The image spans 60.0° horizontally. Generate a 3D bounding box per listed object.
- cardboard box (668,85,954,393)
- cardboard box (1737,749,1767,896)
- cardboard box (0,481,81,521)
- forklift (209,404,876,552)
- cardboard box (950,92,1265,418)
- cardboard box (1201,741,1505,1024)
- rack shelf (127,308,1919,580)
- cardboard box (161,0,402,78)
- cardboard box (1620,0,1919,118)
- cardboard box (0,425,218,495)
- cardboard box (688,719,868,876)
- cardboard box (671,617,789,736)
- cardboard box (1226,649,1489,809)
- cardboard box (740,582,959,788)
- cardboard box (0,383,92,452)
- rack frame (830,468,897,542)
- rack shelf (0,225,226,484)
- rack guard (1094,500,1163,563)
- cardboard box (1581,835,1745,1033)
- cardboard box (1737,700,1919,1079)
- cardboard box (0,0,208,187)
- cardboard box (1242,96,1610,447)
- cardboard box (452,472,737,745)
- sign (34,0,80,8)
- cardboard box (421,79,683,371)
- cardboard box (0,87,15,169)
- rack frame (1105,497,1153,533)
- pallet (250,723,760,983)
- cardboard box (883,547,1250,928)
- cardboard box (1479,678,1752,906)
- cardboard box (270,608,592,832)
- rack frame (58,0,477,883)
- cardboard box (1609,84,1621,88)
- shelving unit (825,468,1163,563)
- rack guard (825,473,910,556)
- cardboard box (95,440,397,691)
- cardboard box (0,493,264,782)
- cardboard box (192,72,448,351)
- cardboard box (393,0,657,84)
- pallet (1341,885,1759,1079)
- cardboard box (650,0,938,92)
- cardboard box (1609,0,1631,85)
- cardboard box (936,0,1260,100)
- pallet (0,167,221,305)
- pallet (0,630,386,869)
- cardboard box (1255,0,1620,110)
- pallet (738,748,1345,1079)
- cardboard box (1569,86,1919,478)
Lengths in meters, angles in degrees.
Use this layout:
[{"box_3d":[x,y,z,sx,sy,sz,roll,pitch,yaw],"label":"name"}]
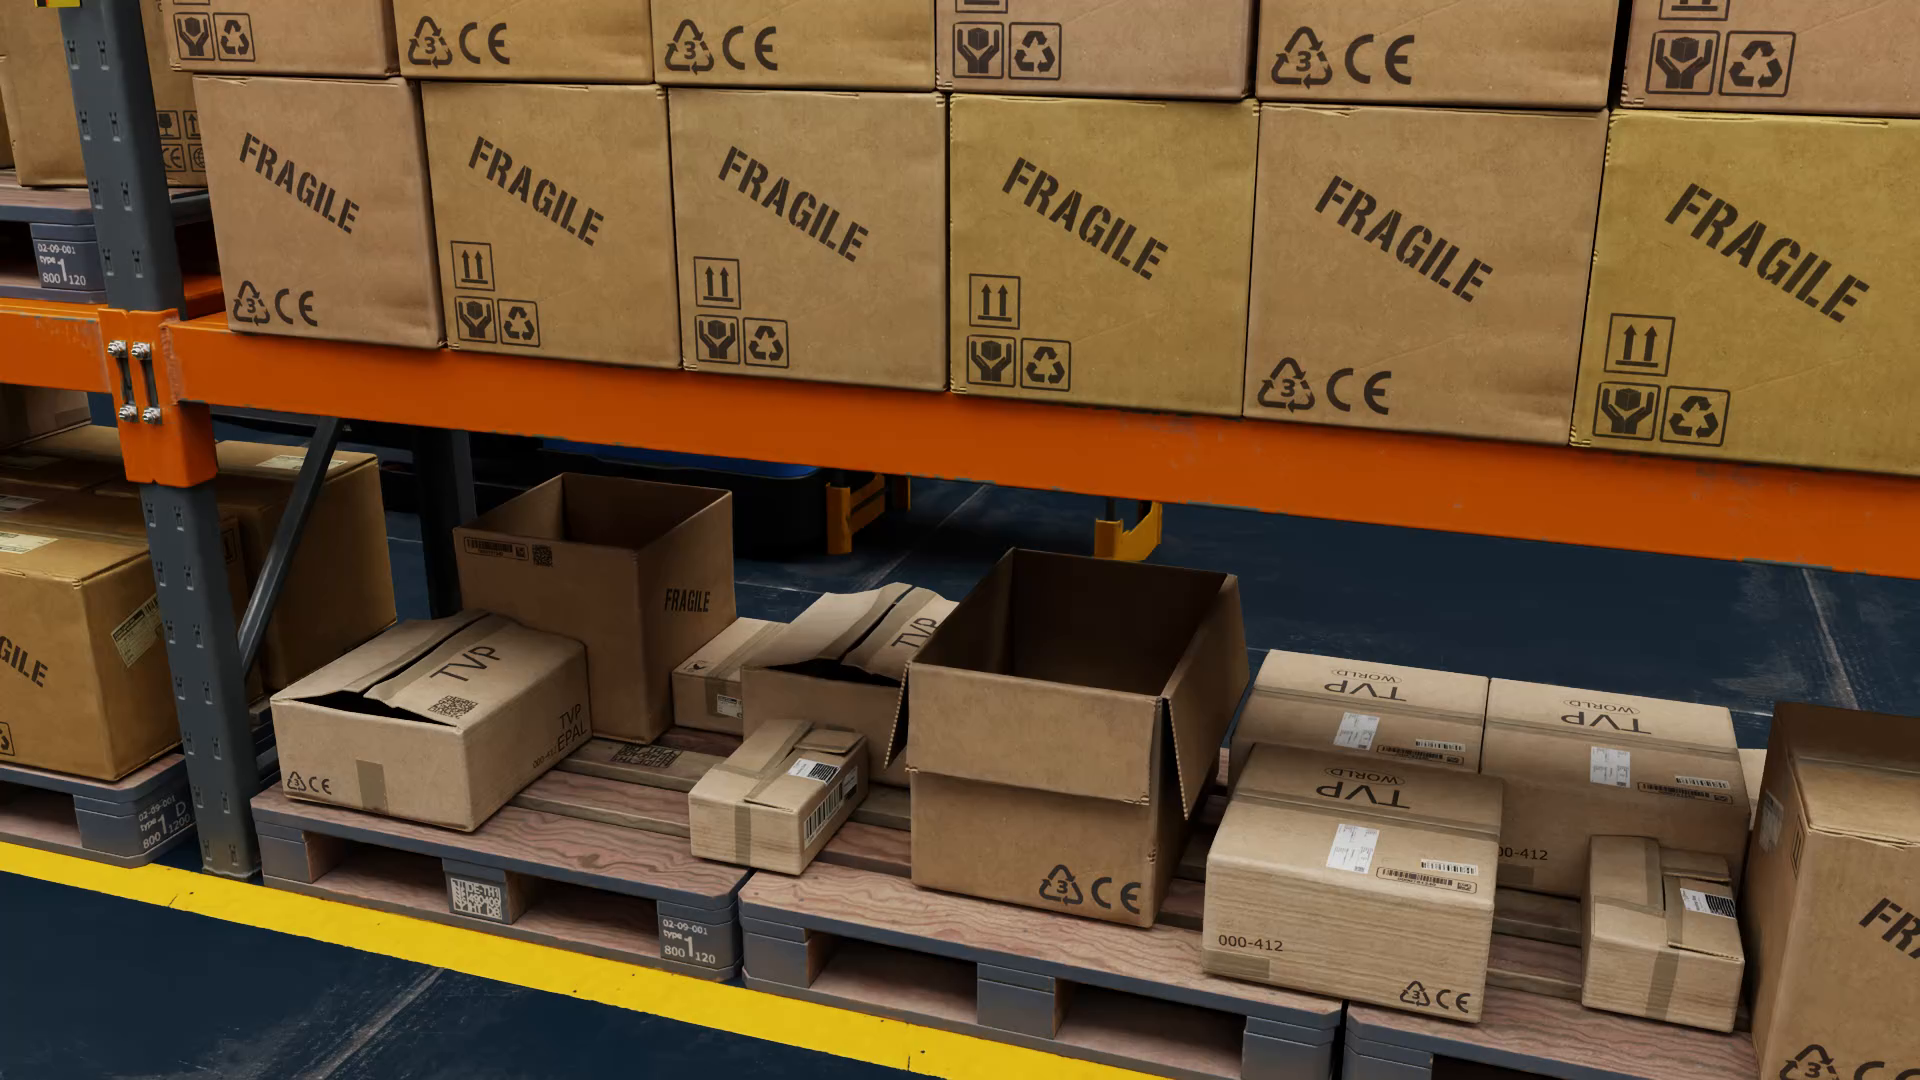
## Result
[{"box_3d":[-0.183,-0.589,3.058,0.500,0.500,0.500,6,20,18],"label":"cardboard box"},{"box_3d":[1.728,0.592,3.456,0.250,0.166,0.380,7,20,18],"label":"cardboard box"},{"box_3d":[-2.556,0.162,4.185,0.500,0.500,0.500,7,20,18],"label":"cardboard box"},{"box_3d":[-1.754,-1.637,6.320,3.031,2.935,1.130,8,21,21],"label":"forklift"},{"box_3d":[0.298,-0.535,2.901,0.500,0.500,0.500,6,20,17],"label":"cardboard box"},{"box_3d":[0.765,0.638,3.198,0.500,0.250,0.500,7,20,18],"label":"cardboard box"},{"box_3d":[0.357,-0.235,3.287,4.000,0.370,1.077,7,20,18],"label":"rack shelf"},{"box_3d":[-1.179,-1.172,3.210,0.500,0.500,0.500,7,20,19],"label":"cardboard box"},{"box_3d":[1.259,-0.895,2.416,0.500,0.500,0.500,7,20,20],"label":"cardboard box"},{"box_3d":[-2.416,0.000,4.650,0.500,0.500,0.500,7,20,19],"label":"cardboard box"},{"box_3d":[-0.386,0.542,3.600,0.250,0.166,0.380,7,20,18],"label":"cardboard box"},{"box_3d":[-0.527,0.343,4.199,0.250,0.149,0.380,7,20,18],"label":"cardboard box"},{"box_3d":[0.882,0.477,3.660,0.500,0.250,0.500,7,20,18],"label":"cardboard box"},{"box_3d":[-0.192,0.325,4.002,0.500,0.311,0.500,7,20,18],"label":"cardboard box"},{"box_3d":[-2.853,-0.408,4.681,0.500,0.250,0.500,7,20,18],"label":"cardboard box"},{"box_3d":[-0.351,-0.747,5.940,0.032,1.500,0.500,8,21,21],"label":"rack frame"},{"box_3d":[-3.421,-0.667,4.526,4.000,0.370,1.077,7,20,18],"label":"rack shelf"},{"box_3d":[0.590,-0.031,5.785,0.087,0.250,0.587,8,21,21],"label":"rack guard"},{"box_3d":[1.299,0.717,3.097,0.250,0.166,0.380,7,20,18],"label":"cardboard box"},{"box_3d":[1.652,0.632,2.836,0.500,0.500,0.500,7,20,18],"label":"cardboard box"},{"box_3d":[-1.906,-1.157,4.049,0.500,0.500,0.700,0,19,0],"label":"cardboard box"},{"box_3d":[0.774,-0.480,2.745,0.500,0.500,0.500,7,20,18],"label":"cardboard box"},{"box_3d":[-0.901,0.155,4.203,0.500,0.500,0.500,7,20,18],"label":"cardboard box"},{"box_3d":[-1.711,-1.165,3.101,0.005,0.325,0.100,7,20,18],"label":"sign"},{"box_3d":[-0.655,-0.644,3.215,0.500,0.500,0.500,7,20,19],"label":"cardboard box"},{"box_3d":[-2.576,-1.212,4.205,0.500,0.500,0.700,10,22,27],"label":"cardboard box"},{"box_3d":[0.591,-0.621,5.578,0.032,1.500,0.500,8,21,21],"label":"rack frame"},{"box_3d":[-0.883,0.600,4.033,1.213,0.211,1.003,7,20,18],"label":"pallet"},{"box_3d":[0.245,0.382,3.549,0.637,0.503,0.797,7,20,18],"label":"cardboard box"},{"box_3d":[1.354,0.531,3.505,0.500,0.250,0.500,7,20,18],"label":"cardboard box"},{"box_3d":[-1.206,0.384,3.835,0.500,0.311,0.500,7,20,18],"label":"cardboard box"},{"box_3d":[-1.532,-0.791,3.788,0.127,3.000,1.000,7,20,18],"label":"rack frame"},{"box_3d":[1.425,-0.590,3.060,0.500,0.500,0.500,6,20,18],"label":"cardboard box"},{"box_3d":[0.128,-0.683,5.756,1.083,1.500,0.587,8,21,21],"label":"shelving unit"},{"box_3d":[-0.333,-0.154,6.139,0.087,0.250,0.587,8,21,21],"label":"rack guard"},{"box_3d":[-1.909,0.054,4.494,0.500,0.500,0.500,6,20,16],"label":"cardboard box"},{"box_3d":[-2.092,0.218,4.024,0.500,0.500,0.500,6,20,18],"label":"cardboard box"},{"box_3d":[-1.140,-0.698,3.370,0.500,0.500,0.500,7,20,19],"label":"cardboard box"},{"box_3d":[-0.692,-1.116,3.050,0.500,0.500,0.500,6,20,16],"label":"cardboard box"},{"box_3d":[1.421,0.864,3.277,1.213,0.211,1.003,7,20,18],"label":"pallet"},{"box_3d":[-0.206,-1.061,2.891,0.500,0.500,0.500,6,20,16],"label":"cardboard box"},{"box_3d":[1.418,-1.062,2.895,0.500,0.500,0.500,7,20,19],"label":"cardboard box"},{"box_3d":[0.282,-1.005,2.731,0.500,0.500,0.500,7,20,20],"label":"cardboard box"},{"box_3d":[-2.251,-0.820,4.165,1.213,0.211,1.003,7,20,18],"label":"pallet"},{"box_3d":[-2.313,0.450,4.465,1.213,0.211,1.003,7,20,18],"label":"pallet"},{"box_3d":[0.767,-0.950,2.572,0.500,0.500,0.500,7,20,20],"label":"cardboard box"},{"box_3d":[0.273,0.732,3.657,1.213,0.211,1.003,7,20,18],"label":"pallet"},{"box_3d":[1.243,-0.425,2.586,0.500,0.500,0.500,7,20,19],"label":"cardboard box"}]
